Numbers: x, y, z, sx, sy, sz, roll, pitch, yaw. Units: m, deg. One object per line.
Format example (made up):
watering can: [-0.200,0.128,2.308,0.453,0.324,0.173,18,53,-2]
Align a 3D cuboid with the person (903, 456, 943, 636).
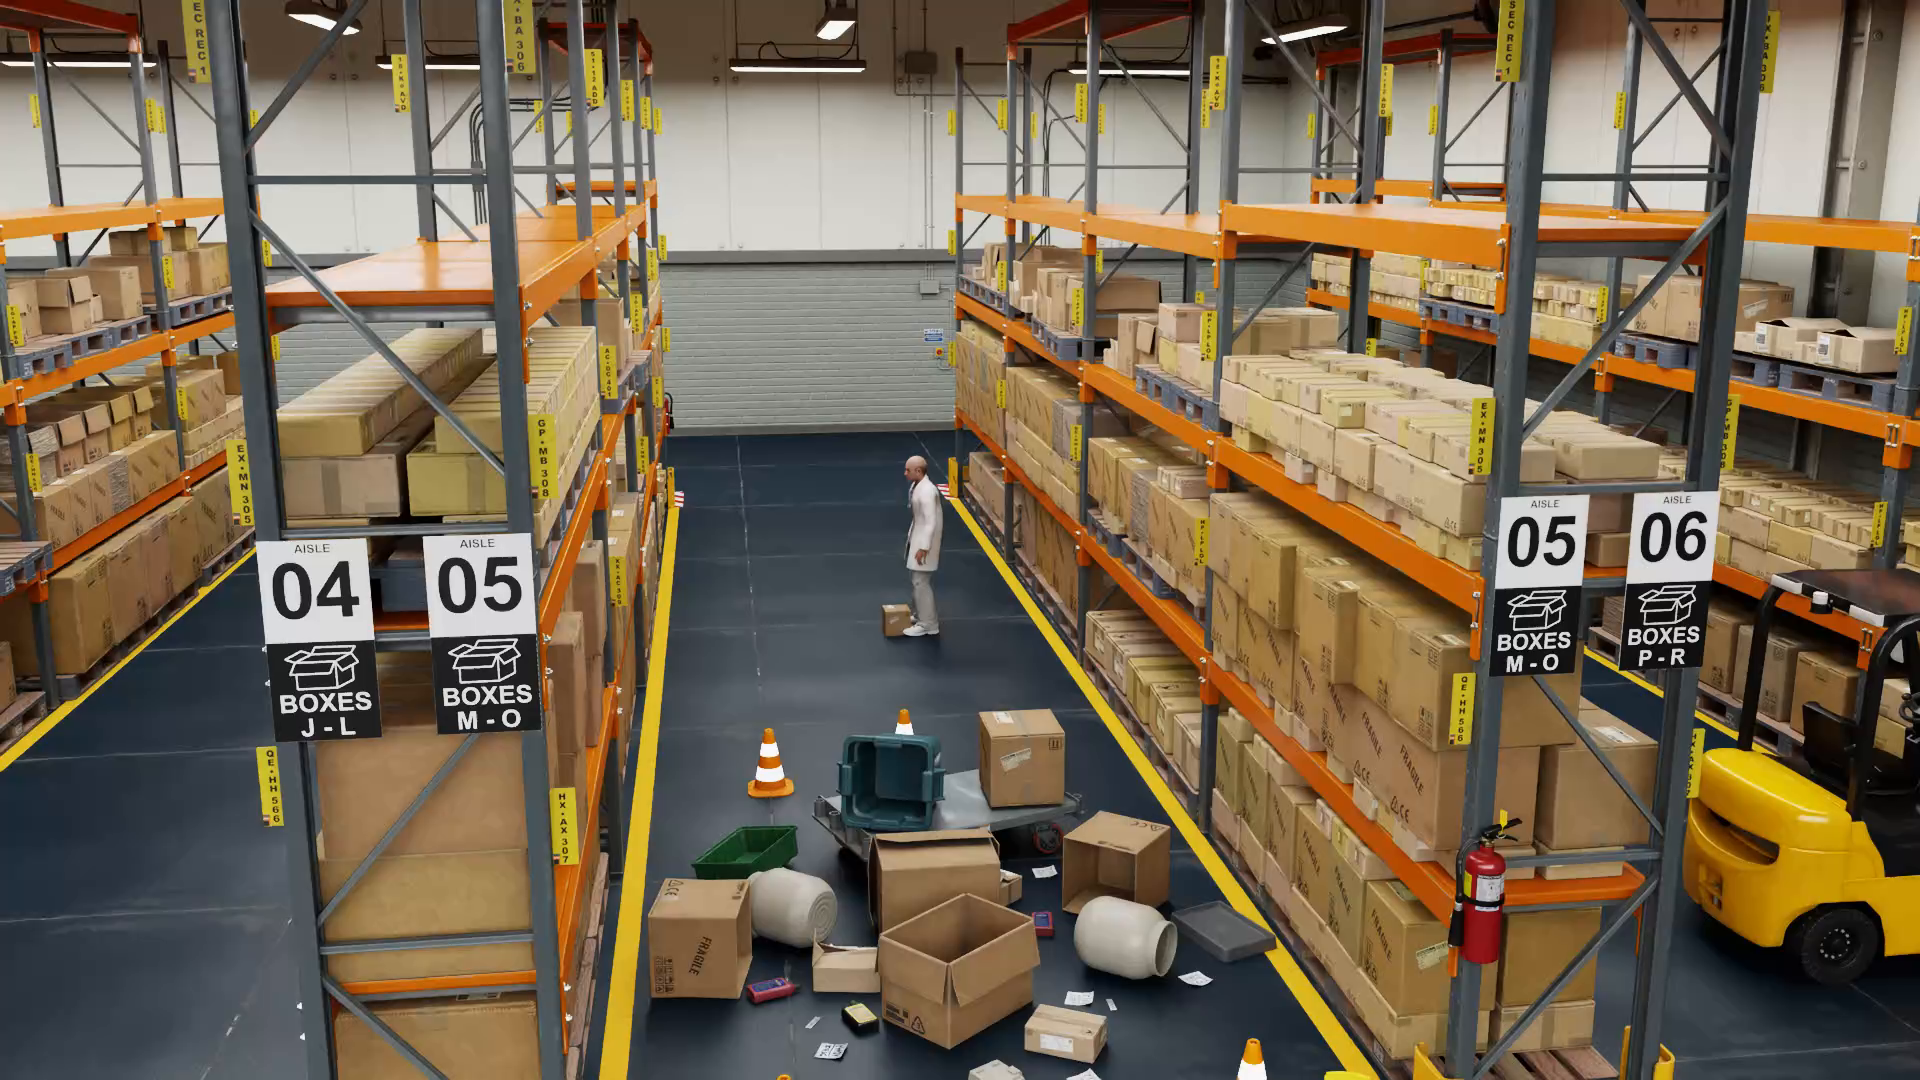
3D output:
person: [-0.381,0.044,16.321,0.419,1.775,0.655,-3,13,-11]
